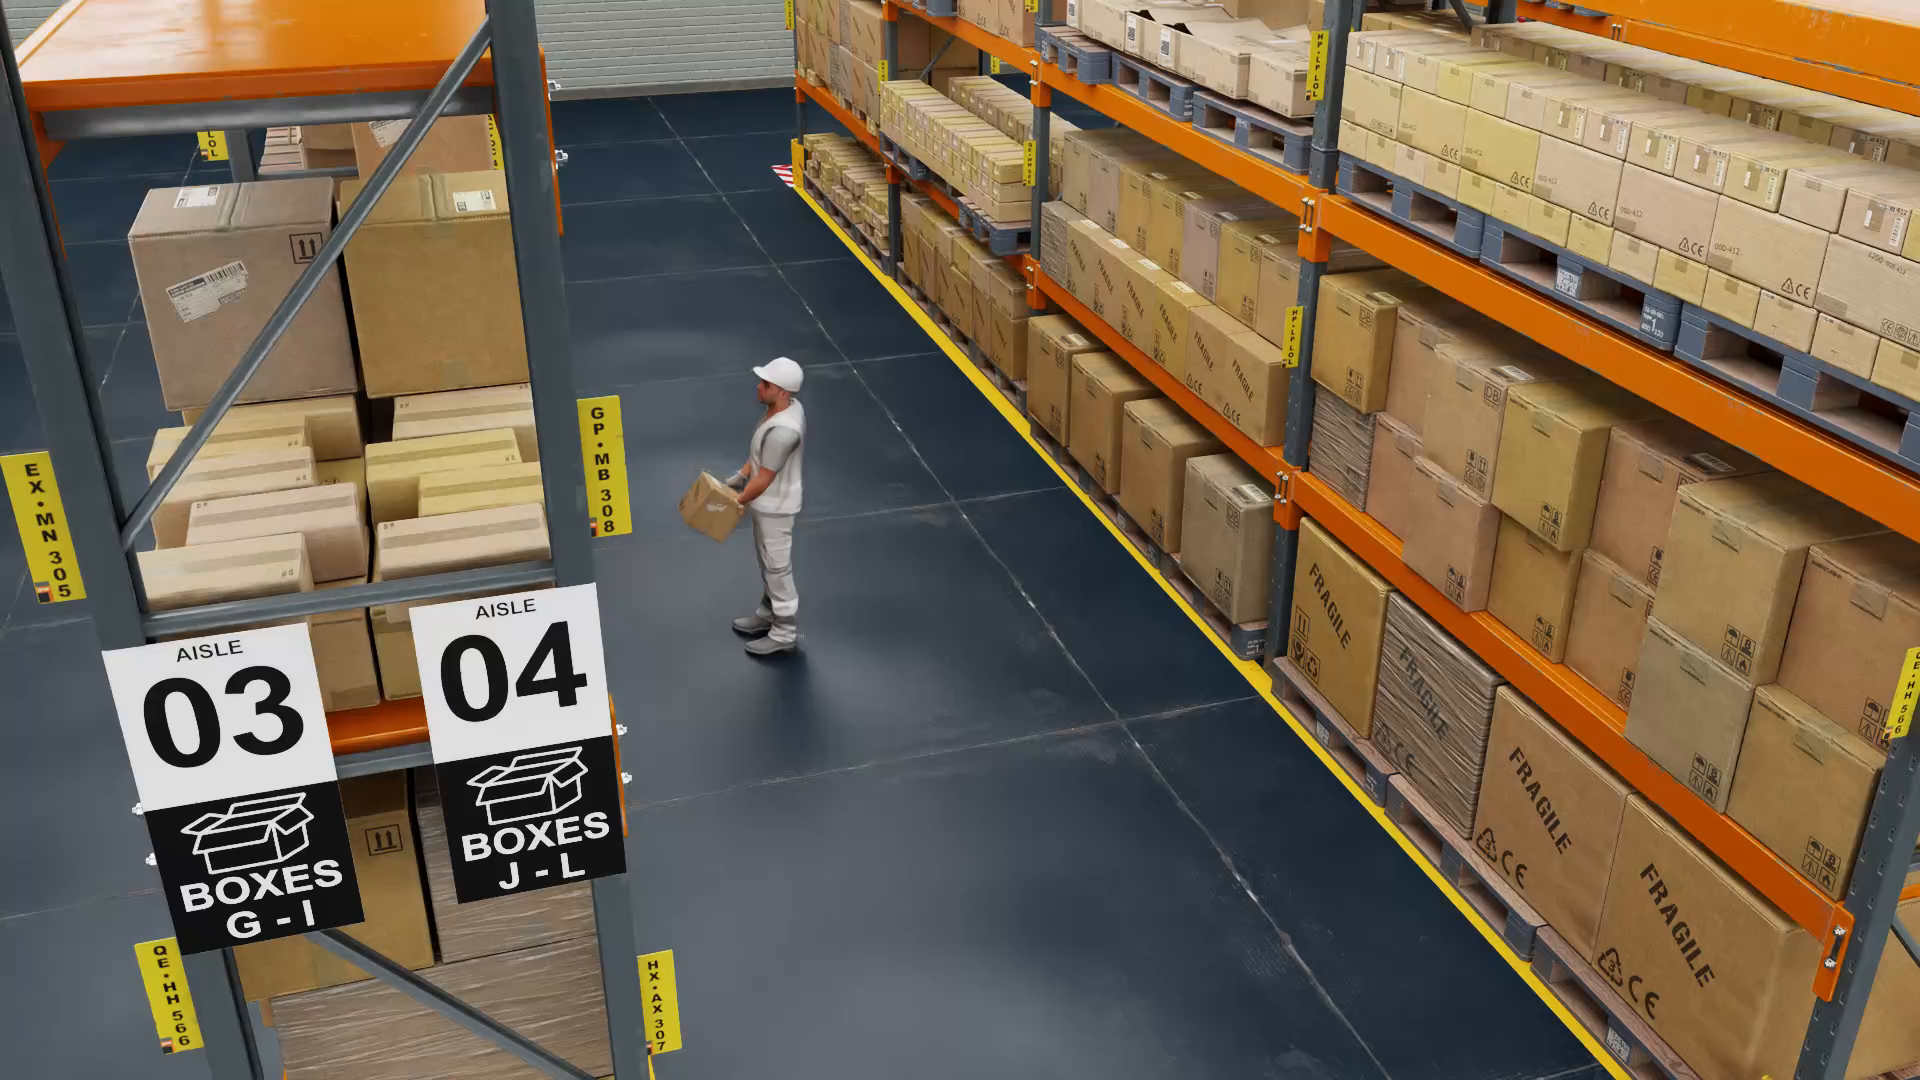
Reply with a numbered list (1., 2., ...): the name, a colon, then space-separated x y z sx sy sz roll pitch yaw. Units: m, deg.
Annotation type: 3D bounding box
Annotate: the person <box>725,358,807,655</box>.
1. person: -1.117 -0.187 9.460 0.527 1.793 0.514 -1 26 -3
